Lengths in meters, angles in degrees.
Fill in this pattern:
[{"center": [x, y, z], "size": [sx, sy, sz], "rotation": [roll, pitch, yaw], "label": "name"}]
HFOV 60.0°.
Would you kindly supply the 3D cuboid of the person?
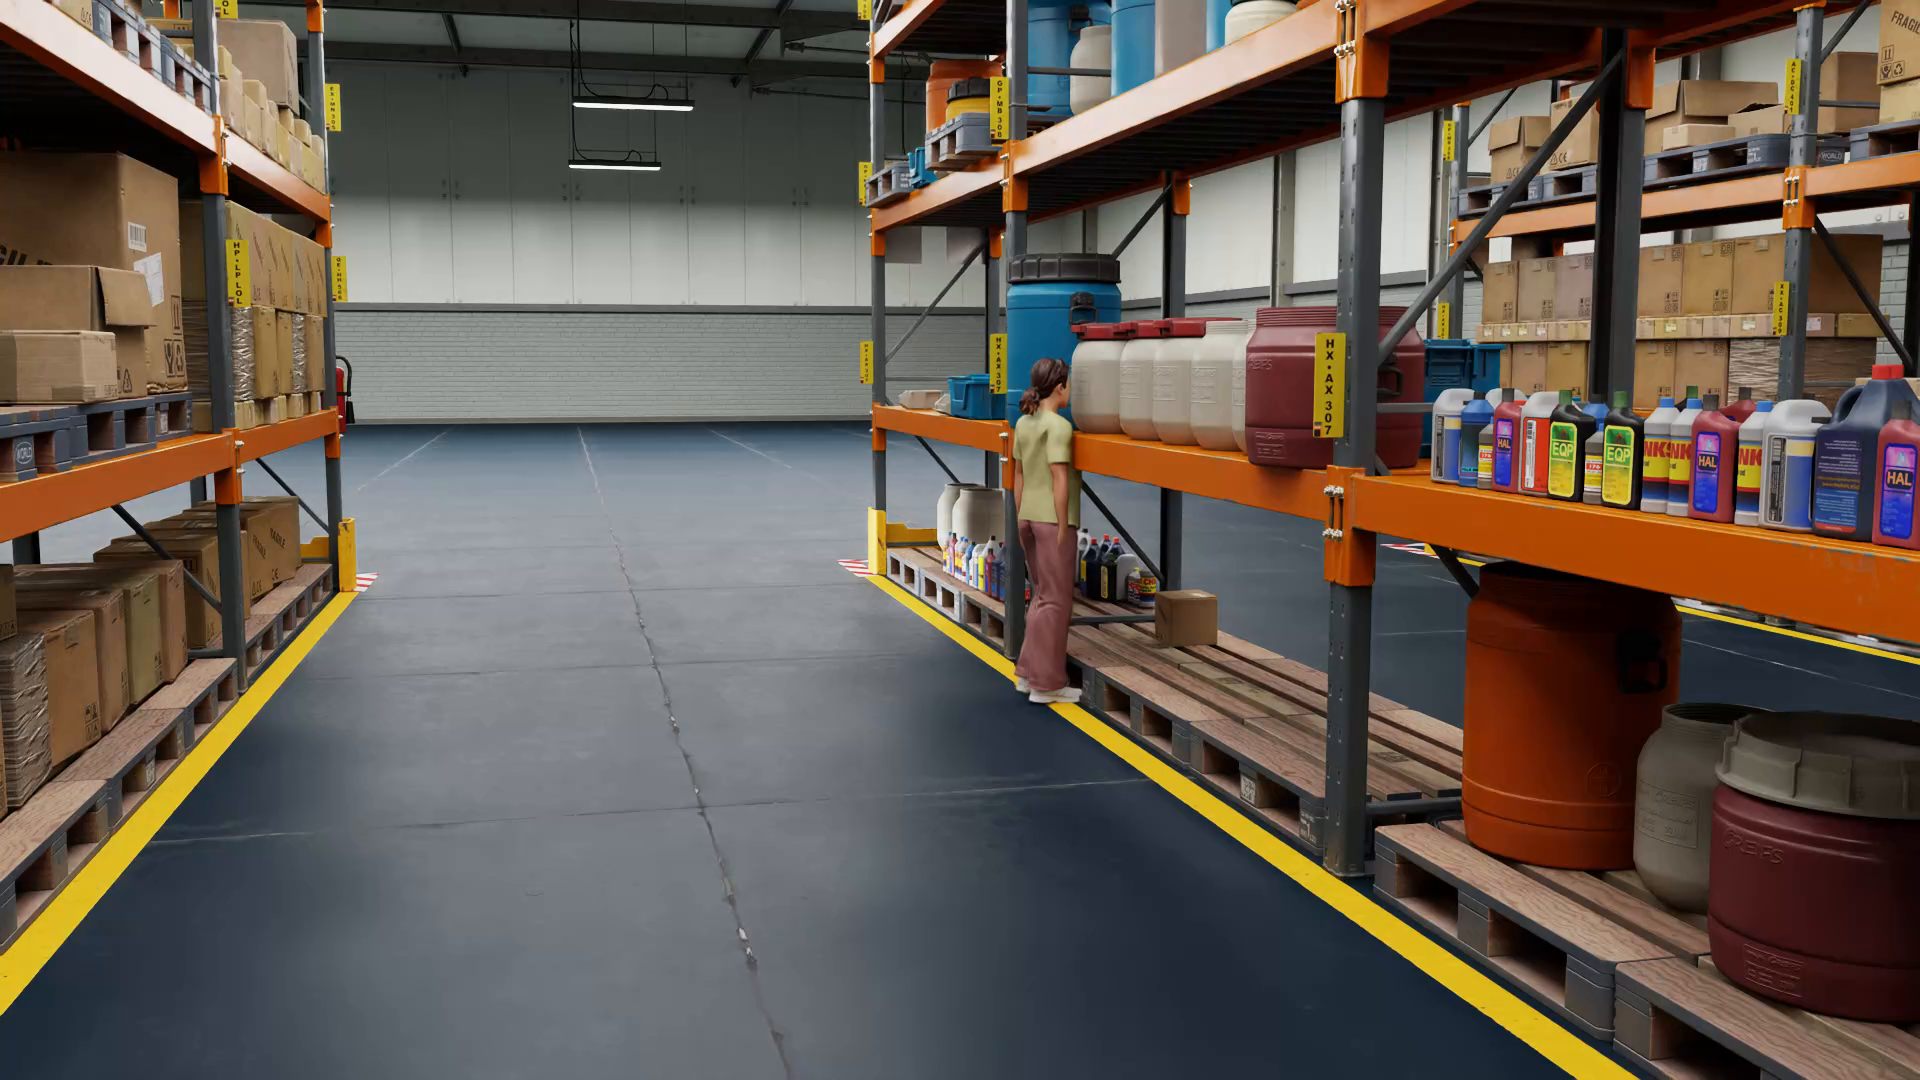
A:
[{"center": [0.440, -0.051, 8.150], "size": [0.356, 1.679, 0.440], "rotation": [-3, 7, -28], "label": "person"}]
